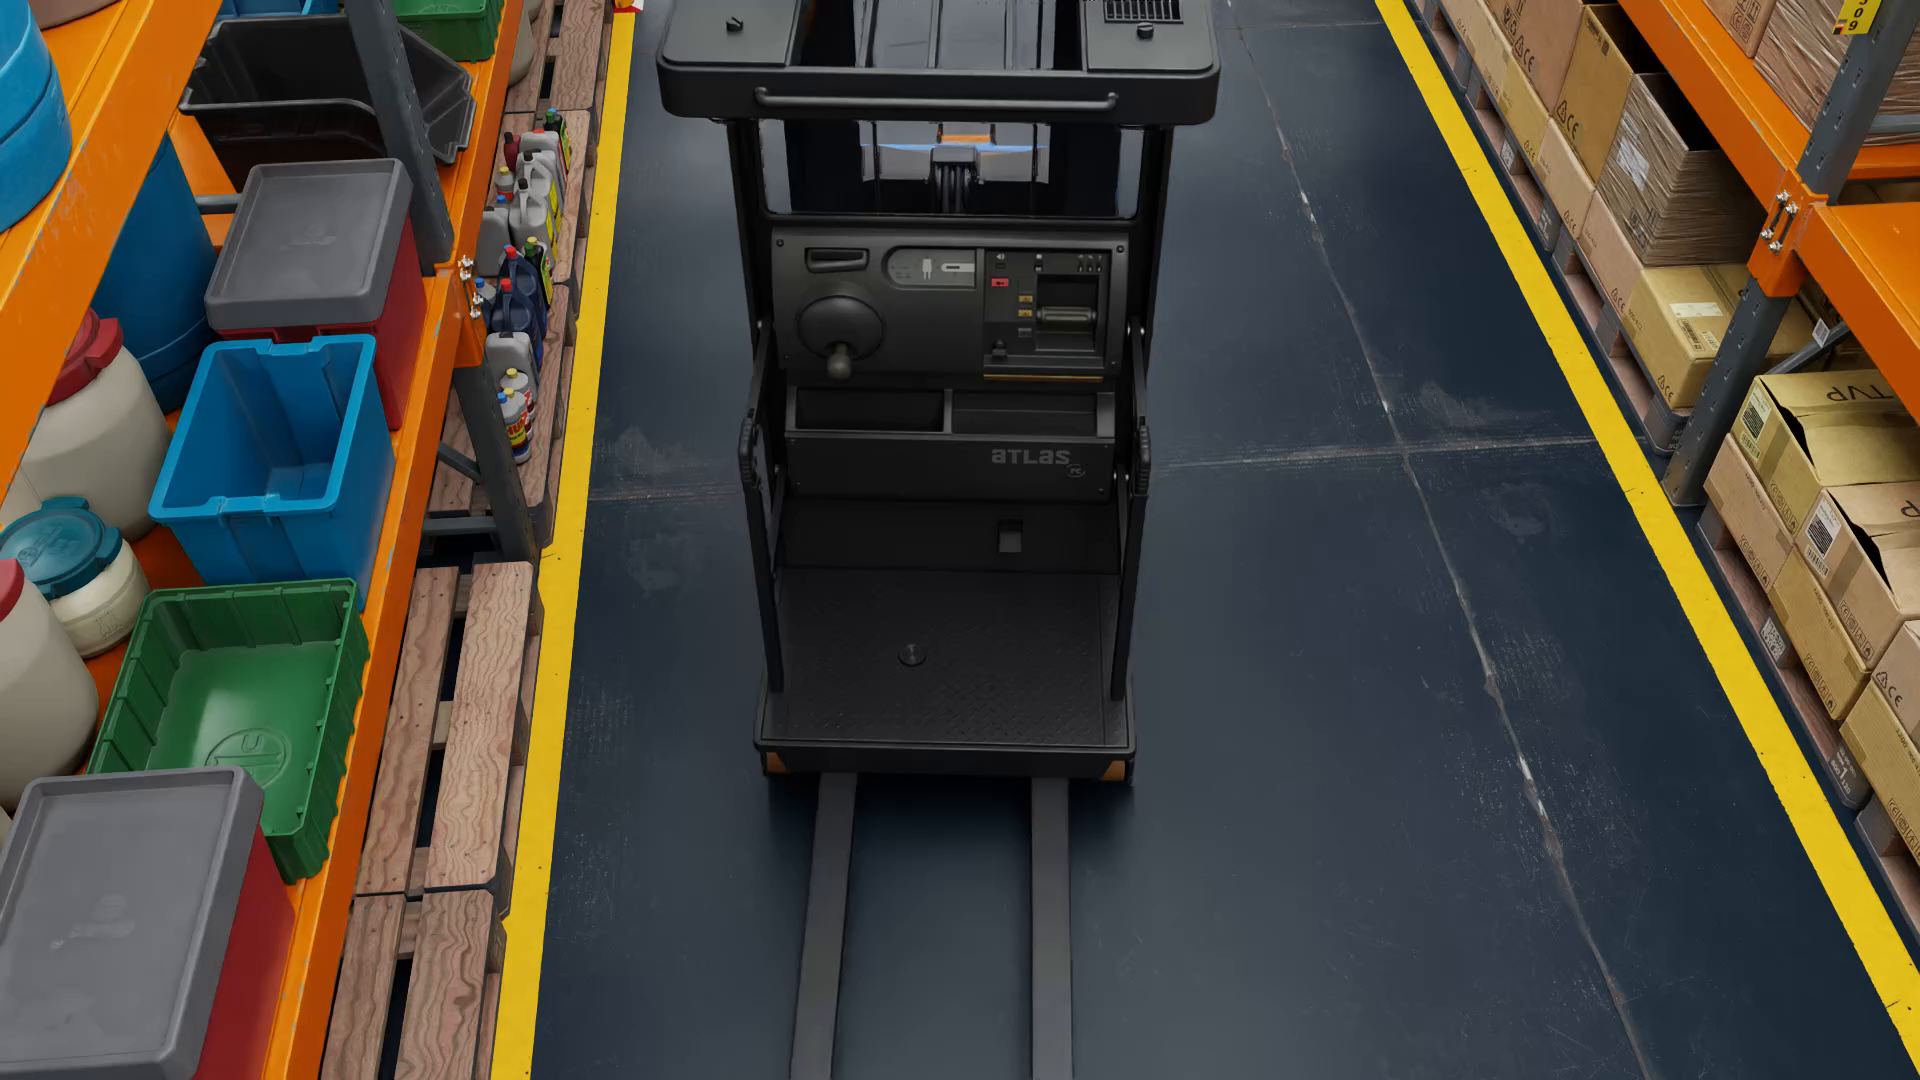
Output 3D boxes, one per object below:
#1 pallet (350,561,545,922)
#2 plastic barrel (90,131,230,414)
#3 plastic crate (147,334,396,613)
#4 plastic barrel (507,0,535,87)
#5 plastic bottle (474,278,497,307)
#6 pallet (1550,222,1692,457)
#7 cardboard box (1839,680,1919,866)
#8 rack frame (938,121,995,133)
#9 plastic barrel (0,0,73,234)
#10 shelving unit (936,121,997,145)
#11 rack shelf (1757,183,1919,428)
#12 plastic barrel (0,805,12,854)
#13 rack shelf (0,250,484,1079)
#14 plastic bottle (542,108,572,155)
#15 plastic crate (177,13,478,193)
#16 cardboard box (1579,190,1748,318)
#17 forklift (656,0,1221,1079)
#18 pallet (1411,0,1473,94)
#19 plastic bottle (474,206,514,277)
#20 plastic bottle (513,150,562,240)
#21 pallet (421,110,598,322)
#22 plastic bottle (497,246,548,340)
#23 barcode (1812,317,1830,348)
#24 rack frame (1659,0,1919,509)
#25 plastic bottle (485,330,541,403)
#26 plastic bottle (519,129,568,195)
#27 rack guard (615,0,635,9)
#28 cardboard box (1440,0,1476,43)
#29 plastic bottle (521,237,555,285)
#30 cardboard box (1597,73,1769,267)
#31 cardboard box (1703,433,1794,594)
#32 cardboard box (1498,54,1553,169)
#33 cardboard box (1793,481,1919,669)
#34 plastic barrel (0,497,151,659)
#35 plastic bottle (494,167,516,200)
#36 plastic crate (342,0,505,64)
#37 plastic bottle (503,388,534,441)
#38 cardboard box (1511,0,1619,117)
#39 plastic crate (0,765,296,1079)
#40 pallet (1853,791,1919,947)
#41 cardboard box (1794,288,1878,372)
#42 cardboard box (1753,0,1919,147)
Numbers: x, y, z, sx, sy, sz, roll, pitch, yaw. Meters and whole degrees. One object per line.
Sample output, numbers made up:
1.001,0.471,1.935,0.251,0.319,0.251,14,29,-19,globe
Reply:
-1.831,0.607,5.029,1.003,0.211,1.213,-3,47,-3,pallet
-2.205,-0.792,4.089,0.600,0.901,0.708,-3,47,-3,plastic barrel
-1.533,-0.133,3.821,0.392,0.384,0.575,-3,47,-3,plastic crate
-2.097,-2.266,7.254,0.421,0.512,0.421,0,47,0,plastic barrel
-1.722,-0.837,6.053,0.097,0.271,0.097,0,47,0,plastic bottle
2.976,-0.835,6.395,1.003,0.211,1.213,-3,47,-3,pallet
2.875,0.637,4.685,0.500,0.250,0.500,-5,47,-5,cardboard box
0.024,-1.167,6.132,0.200,1.050,0.008,1,45,0,rack frame
-1.567,-0.820,2.049,0.600,0.901,0.708,-3,47,-3,plastic barrel
0.022,-1.081,6.046,0.215,1.050,0.252,1,45,0,shelving unit
3.168,0.479,3.726,1.077,0.370,4.000,-3,47,-3,rack shelf
-1.976,0.585,3.036,0.433,0.535,0.433,0,47,0,plastic barrel
-1.768,0.777,3.444,1.077,0.370,4.000,-3,47,-3,rack shelf
-1.680,-1.698,6.917,0.097,0.201,0.097,0,47,0,plastic bottle
-1.852,-1.282,4.941,0.767,0.338,0.504,-3,47,-3,plastic crate
2.712,-1.099,6.330,0.500,0.250,0.500,-3,47,-3,cardboard box
-0.031,-0.517,4.221,1.130,2.935,3.031,1,47,1,forklift
2.772,-2.600,8.067,1.003,0.211,1.213,-3,47,-3,pallet
-1.786,-1.158,6.354,0.152,0.276,0.135,-3,47,-3,plastic bottle
-1.656,-1.346,6.480,0.144,0.351,0.185,-2,47,-2,plastic bottle
-2.055,-1.332,6.866,1.003,0.211,1.213,-3,47,-3,pallet
-1.605,-0.903,6.061,0.144,0.351,0.185,-5,47,-5,plastic bottle
2.607,-0.628,5.036,0.001,0.075,0.075,-3,47,-3,barcode
3.001,-1.216,4.835,1.000,3.000,0.127,-3,47,-3,rack frame
-1.580,-0.621,5.846,0.152,0.276,0.135,-2,47,-2,plastic bottle
-1.686,-1.540,6.715,0.152,0.276,0.135,-3,47,-3,plastic bottle
-2.217,-2.900,8.152,1.175,0.500,0.348,-3,47,-3,rack guard
2.535,-2.546,7.699,0.500,0.250,0.500,-3,47,-3,cardboard box
-1.606,-1.058,6.311,0.097,0.201,0.097,0,47,0,plastic bottle
2.714,-1.357,6.057,0.500,0.500,0.500,-3,47,-3,cardboard box
2.788,-0.108,5.391,0.500,0.250,0.500,-5,47,-4,cardboard box
2.613,-1.822,7.014,0.500,0.250,0.500,-3,47,-3,cardboard box
2.824,0.069,4.837,0.500,0.311,0.500,-4,47,-4,cardboard box
-1.977,0.097,3.687,0.301,0.262,0.301,0,47,0,plastic barrel
-1.797,-1.393,6.627,0.097,0.201,0.097,0,47,0,plastic bottle
-1.768,-1.844,5.576,0.450,0.188,0.662,-3,47,-3,plastic crate
-1.534,-0.437,5.722,0.097,0.201,0.097,0,47,0,plastic bottle
2.612,-2.080,6.742,0.500,0.500,0.500,-3,47,-3,cardboard box
-1.431,0.767,2.914,0.402,0.464,0.583,-3,47,-3,plastic crate
3.207,1.159,4.507,1.003,0.211,1.213,-3,47,-3,pallet
3.264,-0.769,6.016,0.500,0.250,0.500,-3,47,-3,cardboard box
2.957,-1.571,5.103,0.700,0.500,0.500,-5,47,-4,cardboard box
